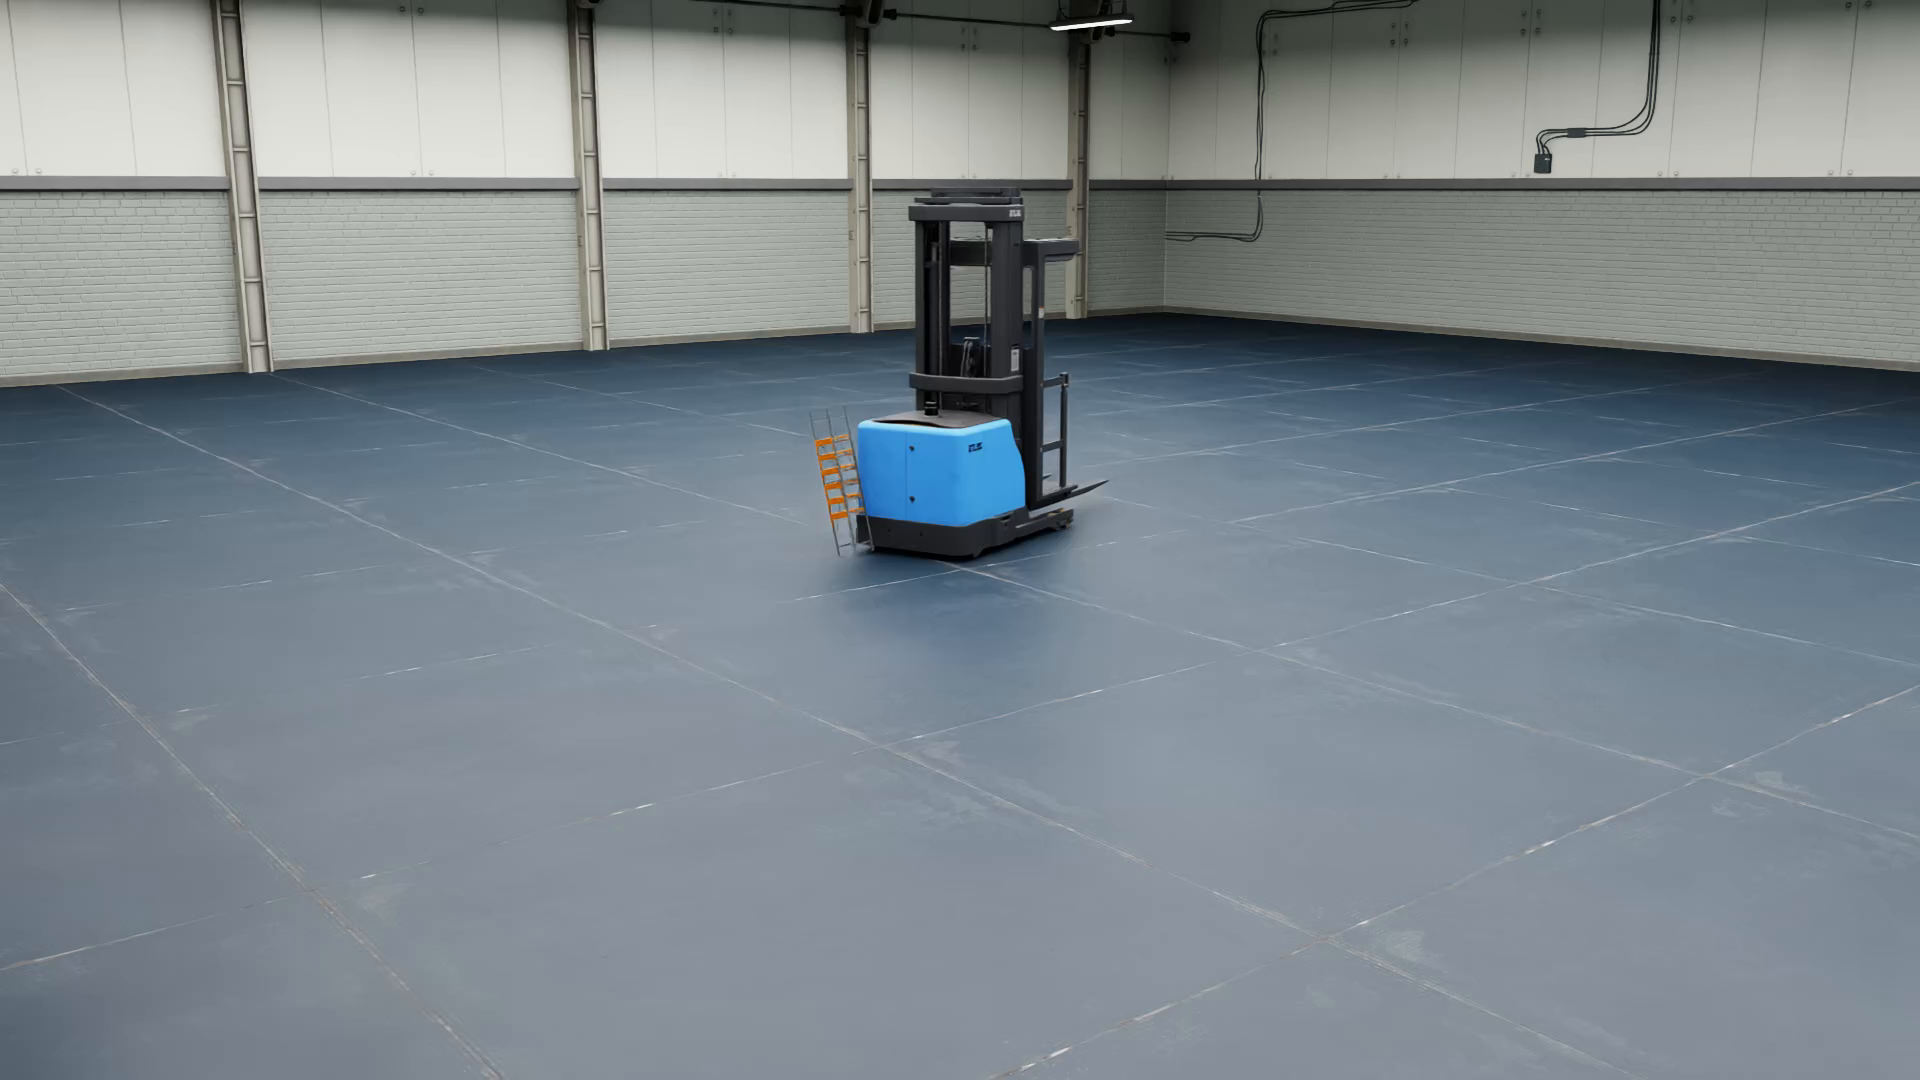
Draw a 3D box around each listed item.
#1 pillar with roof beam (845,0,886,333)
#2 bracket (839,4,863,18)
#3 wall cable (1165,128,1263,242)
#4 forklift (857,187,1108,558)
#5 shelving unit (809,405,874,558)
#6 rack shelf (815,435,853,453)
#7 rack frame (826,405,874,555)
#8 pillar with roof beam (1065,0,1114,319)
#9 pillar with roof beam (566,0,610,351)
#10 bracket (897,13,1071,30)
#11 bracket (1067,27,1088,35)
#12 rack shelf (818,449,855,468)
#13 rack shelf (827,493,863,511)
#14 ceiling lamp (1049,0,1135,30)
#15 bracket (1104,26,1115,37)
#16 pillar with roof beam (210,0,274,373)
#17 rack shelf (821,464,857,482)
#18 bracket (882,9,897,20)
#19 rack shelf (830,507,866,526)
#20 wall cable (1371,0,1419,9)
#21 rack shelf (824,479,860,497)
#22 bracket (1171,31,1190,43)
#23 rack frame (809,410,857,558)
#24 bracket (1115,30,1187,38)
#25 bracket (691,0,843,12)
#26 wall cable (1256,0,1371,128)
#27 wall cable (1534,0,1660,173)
[{"bbox_3d":[0.660,-8.000,30.141,0.548,9.000,9.100,-9,15,-38],"label":"pillar with roof beam"},{"bbox_3d":[-2.132,-10.348,32.531,0.430,0.232,0.235,-9,15,-38],"label":"bracket"},{"bbox_3d":[5.782,-8.126,38.208,0.112,2.526,3.097,-9,15,-38],"label":"wall cable"},{"bbox_3d":[0.342,-1.552,14.382,1.130,2.935,3.031,7,14,30],"label":"forklift"},{"bbox_3d":[-0.955,-0.473,13.430,0.189,1.200,0.258,-8,6,36],"label":"shelving unit"},{"bbox_3d":[-1.016,-0.782,13.404,0.180,0.103,0.258,-8,6,36],"label":"rack shelf"},{"bbox_3d":[-0.882,-0.483,13.376,0.006,1.200,0.240,-8,6,36],"label":"rack frame"},{"bbox_3d":[5.345,-8.779,33.807,0.548,9.000,9.100,-9,15,-38],"label":"pillar with roof beam"},{"bbox_3d":[-4.025,-7.222,26.474,0.548,9.000,9.100,-9,15,-38],"label":"pillar with roof beam"},{"bbox_3d":[0.542,-10.792,34.623,4.783,0.066,0.076,-9,15,-38],"label":"bracket"},{"bbox_3d":[2.553,-11.127,36.197,0.430,0.232,0.235,-9,15,-38],"label":"bracket"},{"bbox_3d":[-0.993,-0.664,13.414,0.180,0.103,0.258,-8,6,36],"label":"rack shelf"},{"bbox_3d":[-0.923,-0.312,13.443,0.180,0.103,0.258,-8,6,36],"label":"rack shelf"},{"bbox_3d":[2.605,-11.061,30.500,0.800,3.185,2.000,-9,15,-38],"label":"ceiling lamp"},{"bbox_3d":[3.202,-11.234,36.704,0.430,0.232,0.235,-9,15,-38],"label":"bracket"},{"bbox_3d":[-8.710,-6.443,22.808,0.400,9.000,9.100,-9,15,-38],"label":"pillar with roof beam"},{"bbox_3d":[-0.969,-0.547,13.424,0.180,0.103,0.258,-8,6,36],"label":"rack shelf"},{"bbox_3d":[-1.484,-10.456,33.038,0.430,0.232,0.235,-9,15,-38],"label":"bracket"},{"bbox_3d":[-0.899,-0.195,13.453,0.180,0.103,0.258,-8,6,36],"label":"rack shelf"},{"bbox_3d":[9.405,-11.881,32.781,0.112,2.526,3.097,-9,15,-38],"label":"wall cable"},{"bbox_3d":[-0.946,-0.430,13.434,0.180,0.103,0.258,-8,6,36],"label":"rack shelf"},{"bbox_3d":[5.052,-11.542,38.153,0.430,0.232,0.235,-9,15,-38],"label":"bracket"},{"bbox_3d":[-1.028,-0.463,13.484,0.006,1.200,0.240,-8,6,36],"label":"rack frame"},{"bbox_3d":[4.591,-11.465,37.792,3.189,0.066,0.076,-9,15,-38],"label":"bracket"},{"bbox_3d":[-4.144,-10.014,30.956,4.783,0.066,0.076,-9,15,-38],"label":"bracket"},{"bbox_3d":[7.472,-10.158,35.618,0.112,2.526,3.097,-9,15,-38],"label":"wall cable"},{"bbox_3d":[11.700,-9.767,30.272,0.169,6.003,2.305,-9,15,-38],"label":"wall cable"}]
